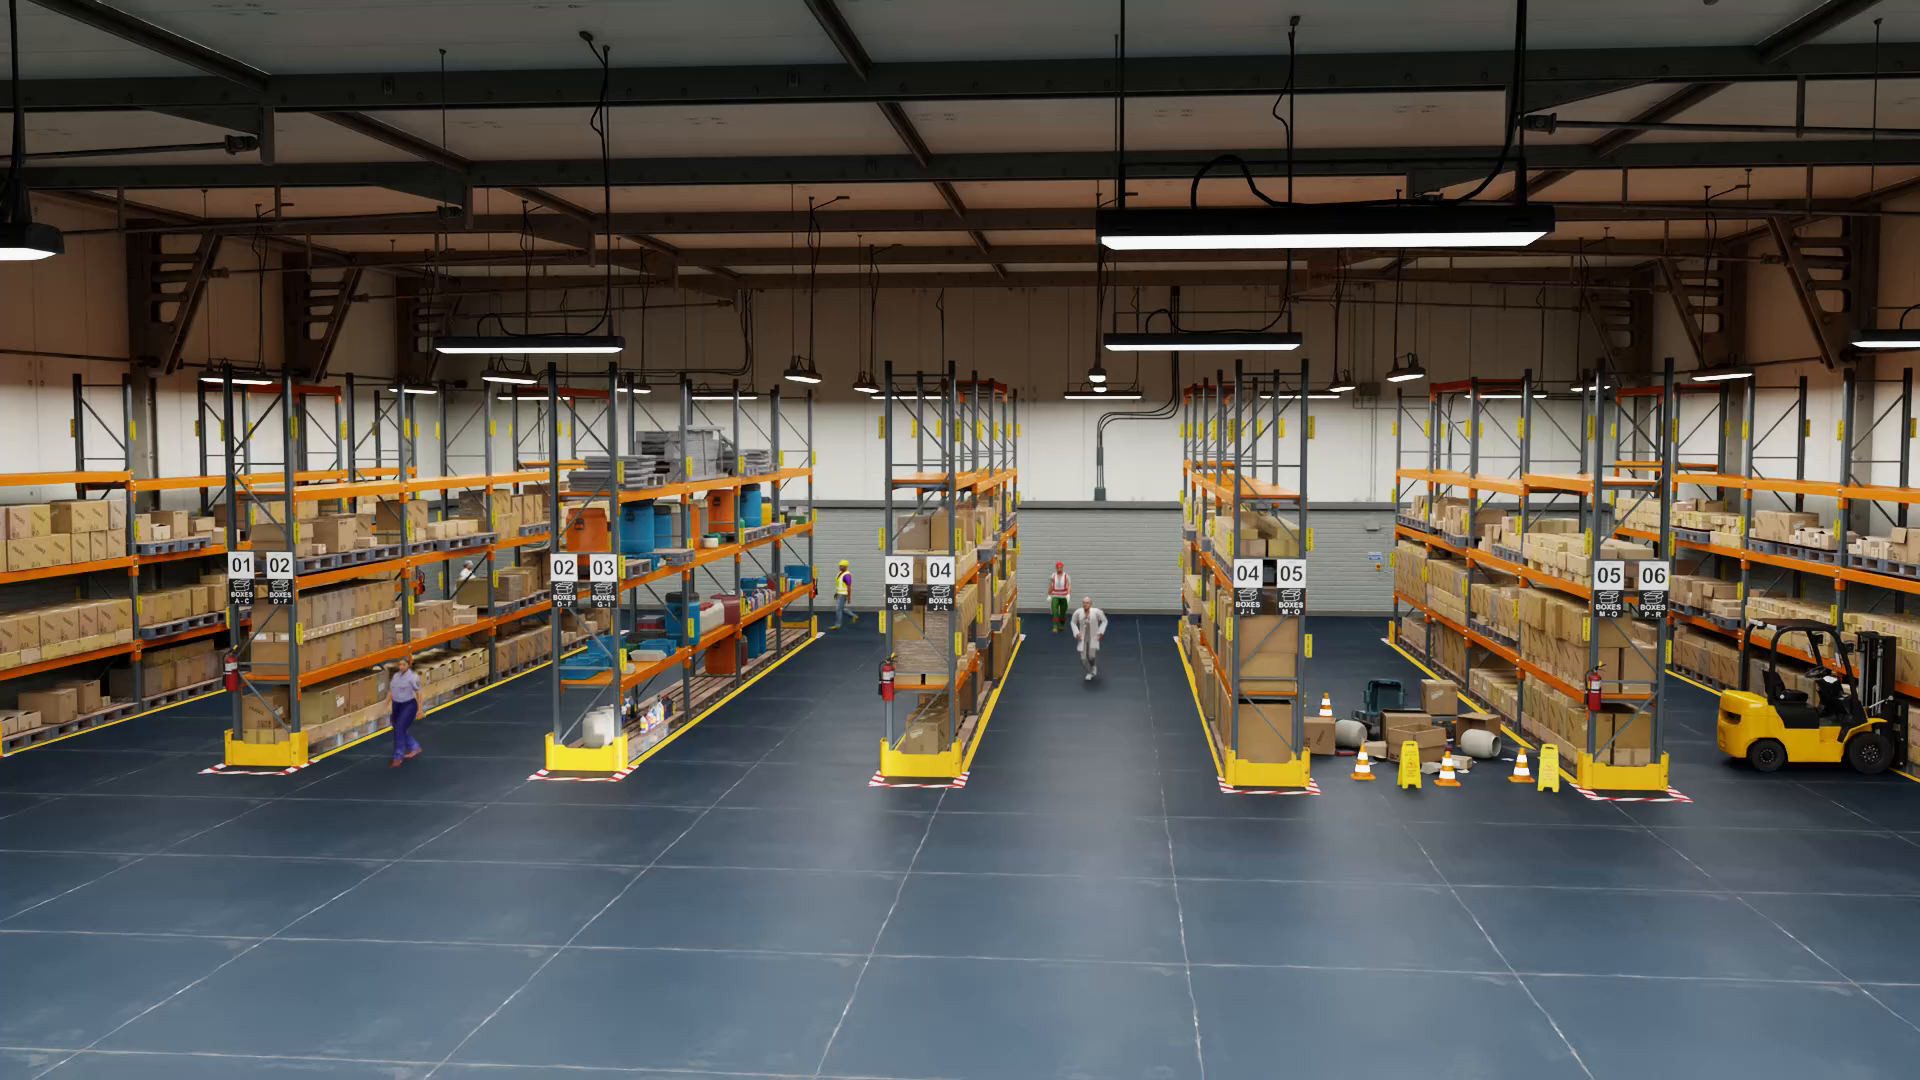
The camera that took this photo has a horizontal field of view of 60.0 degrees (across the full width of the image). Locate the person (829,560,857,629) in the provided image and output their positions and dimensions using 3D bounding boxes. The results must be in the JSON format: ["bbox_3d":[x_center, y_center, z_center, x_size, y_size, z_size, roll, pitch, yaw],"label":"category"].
[{"bbox_3d":[-2.940,1.370,41.956,0.761,1.751,0.634,-2,4,-30],"label":"person"}]

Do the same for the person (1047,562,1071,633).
[{"bbox_3d":[2.457,1.412,41.026,0.580,1.718,1.085,0,4,1],"label":"person"}]

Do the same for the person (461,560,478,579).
[{"bbox_3d":[-12.635,1.370,42.845,0.447,1.703,0.503,0,4,7],"label":"person"}]

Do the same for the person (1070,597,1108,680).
[{"bbox_3d":[2.579,1.973,33.337,0.731,1.690,0.699,1,4,14],"label":"person"}]

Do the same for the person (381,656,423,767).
[{"bbox_3d":[-8.362,2.560,25.074,0.562,1.637,0.734,2,4,26],"label":"person"}]
